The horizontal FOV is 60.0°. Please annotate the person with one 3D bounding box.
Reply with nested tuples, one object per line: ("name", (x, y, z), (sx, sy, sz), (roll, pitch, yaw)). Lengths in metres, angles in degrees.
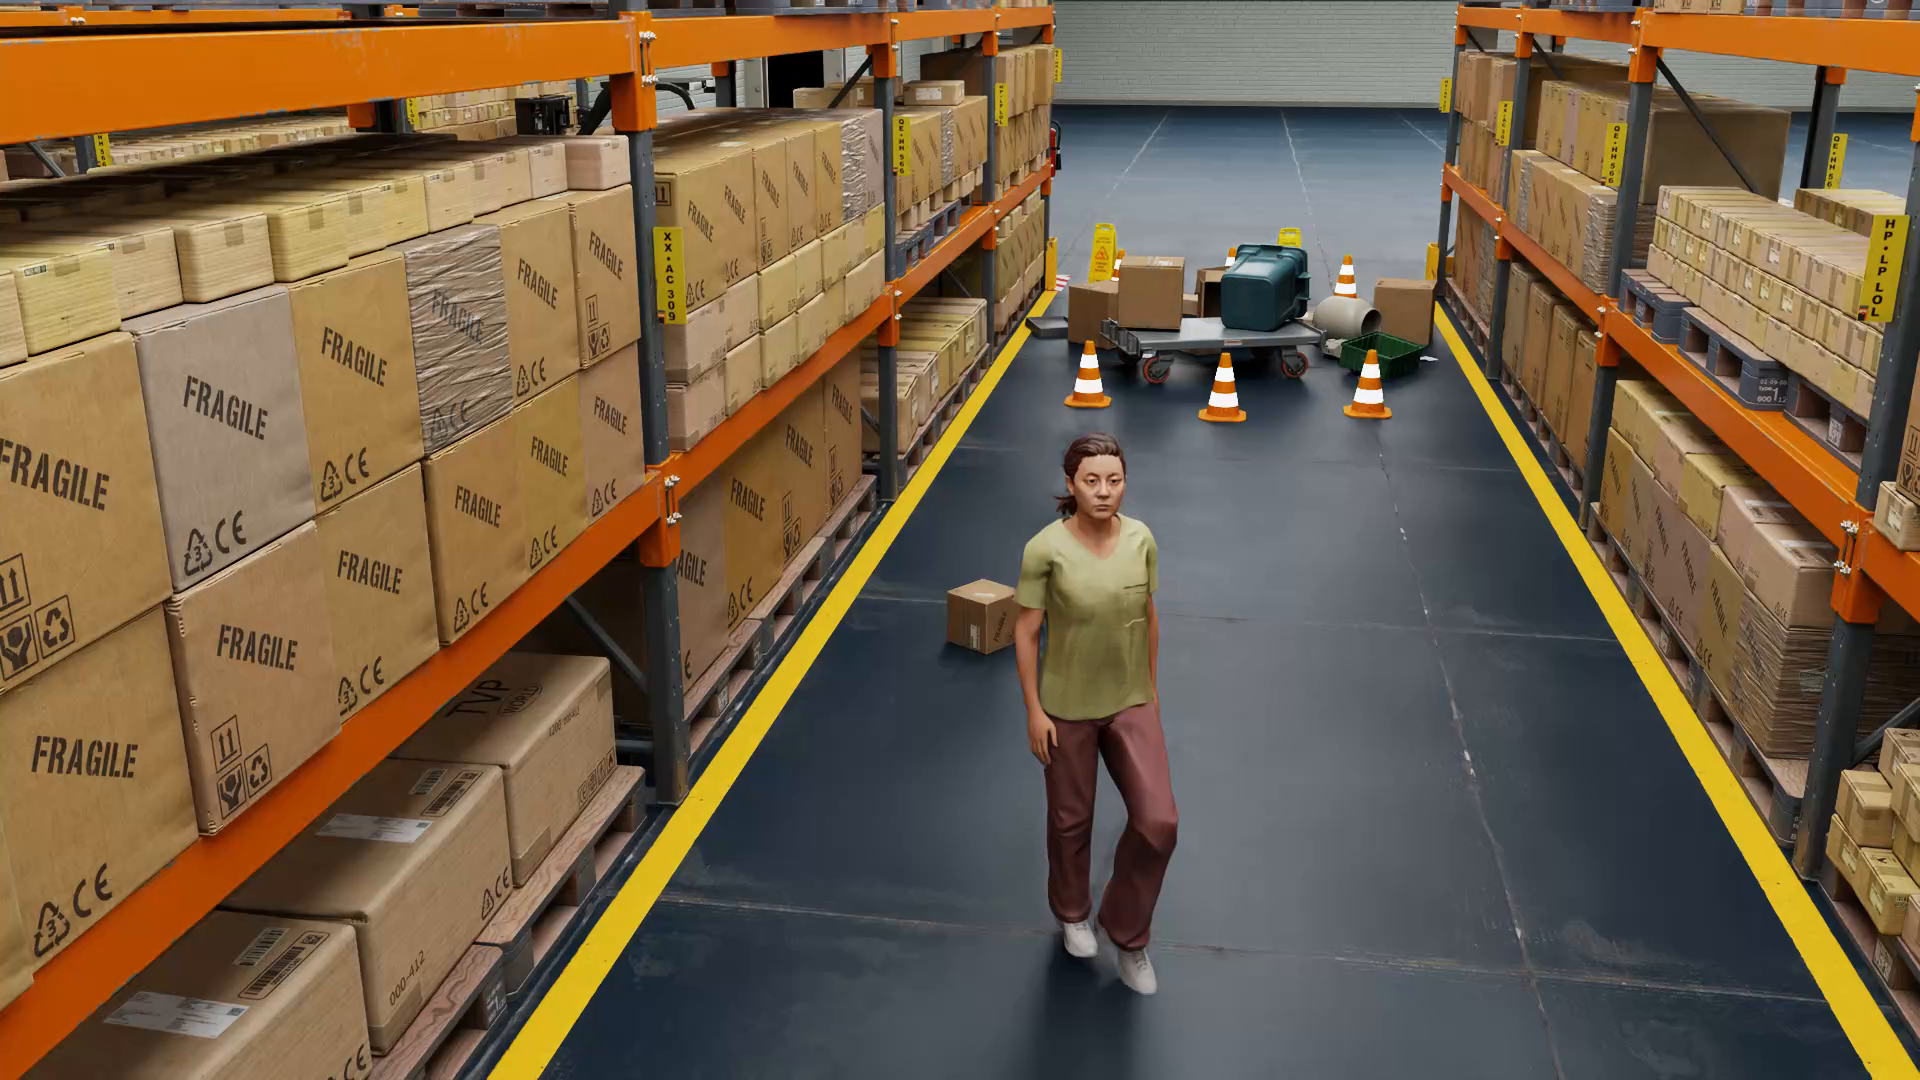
("person", (0.399, 0.531, 4.929), (0.479, 1.720, 0.511), (-4, 18, -11))
